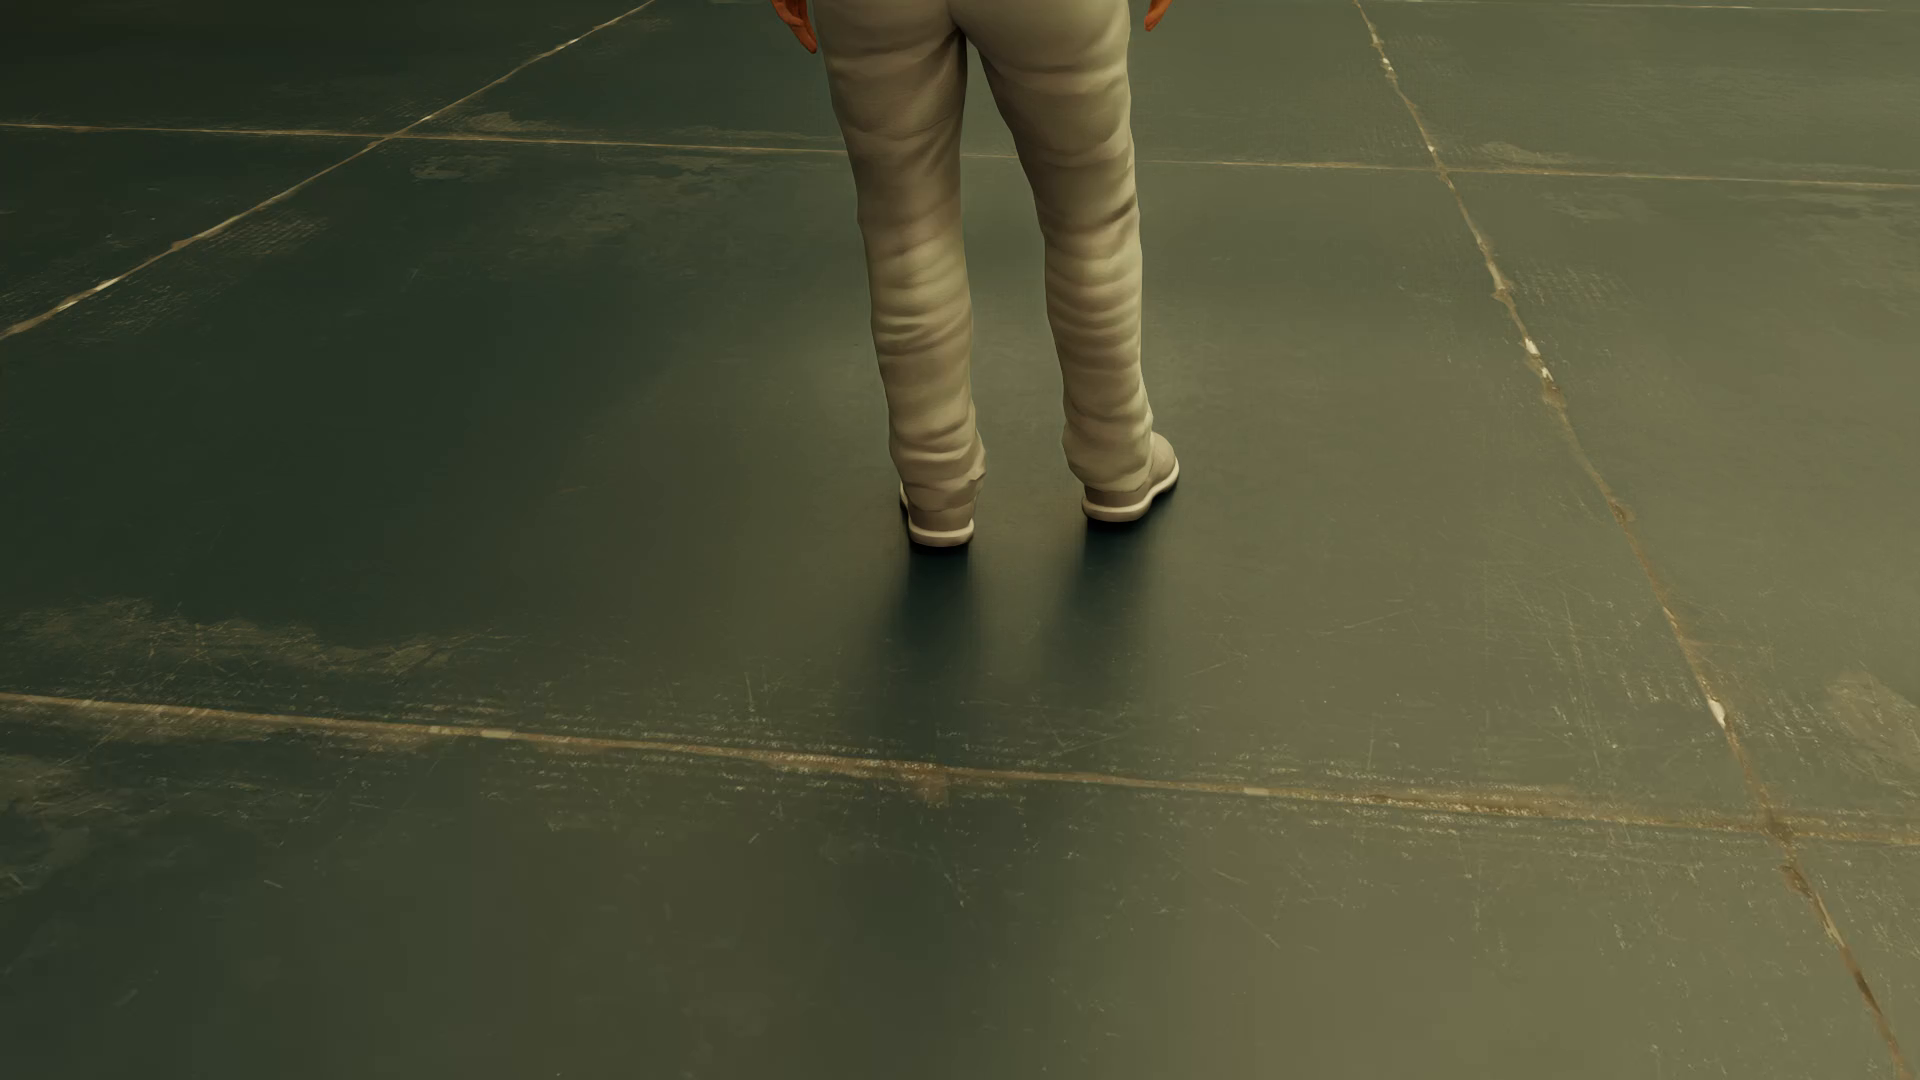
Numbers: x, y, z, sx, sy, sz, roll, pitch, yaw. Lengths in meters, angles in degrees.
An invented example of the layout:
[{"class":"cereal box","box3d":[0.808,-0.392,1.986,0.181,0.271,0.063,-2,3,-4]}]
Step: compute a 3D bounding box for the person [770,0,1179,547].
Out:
[{"class":"person","box3d":[0.033,-0.786,2.190,0.598,1.670,0.529,3,27,7]}]
